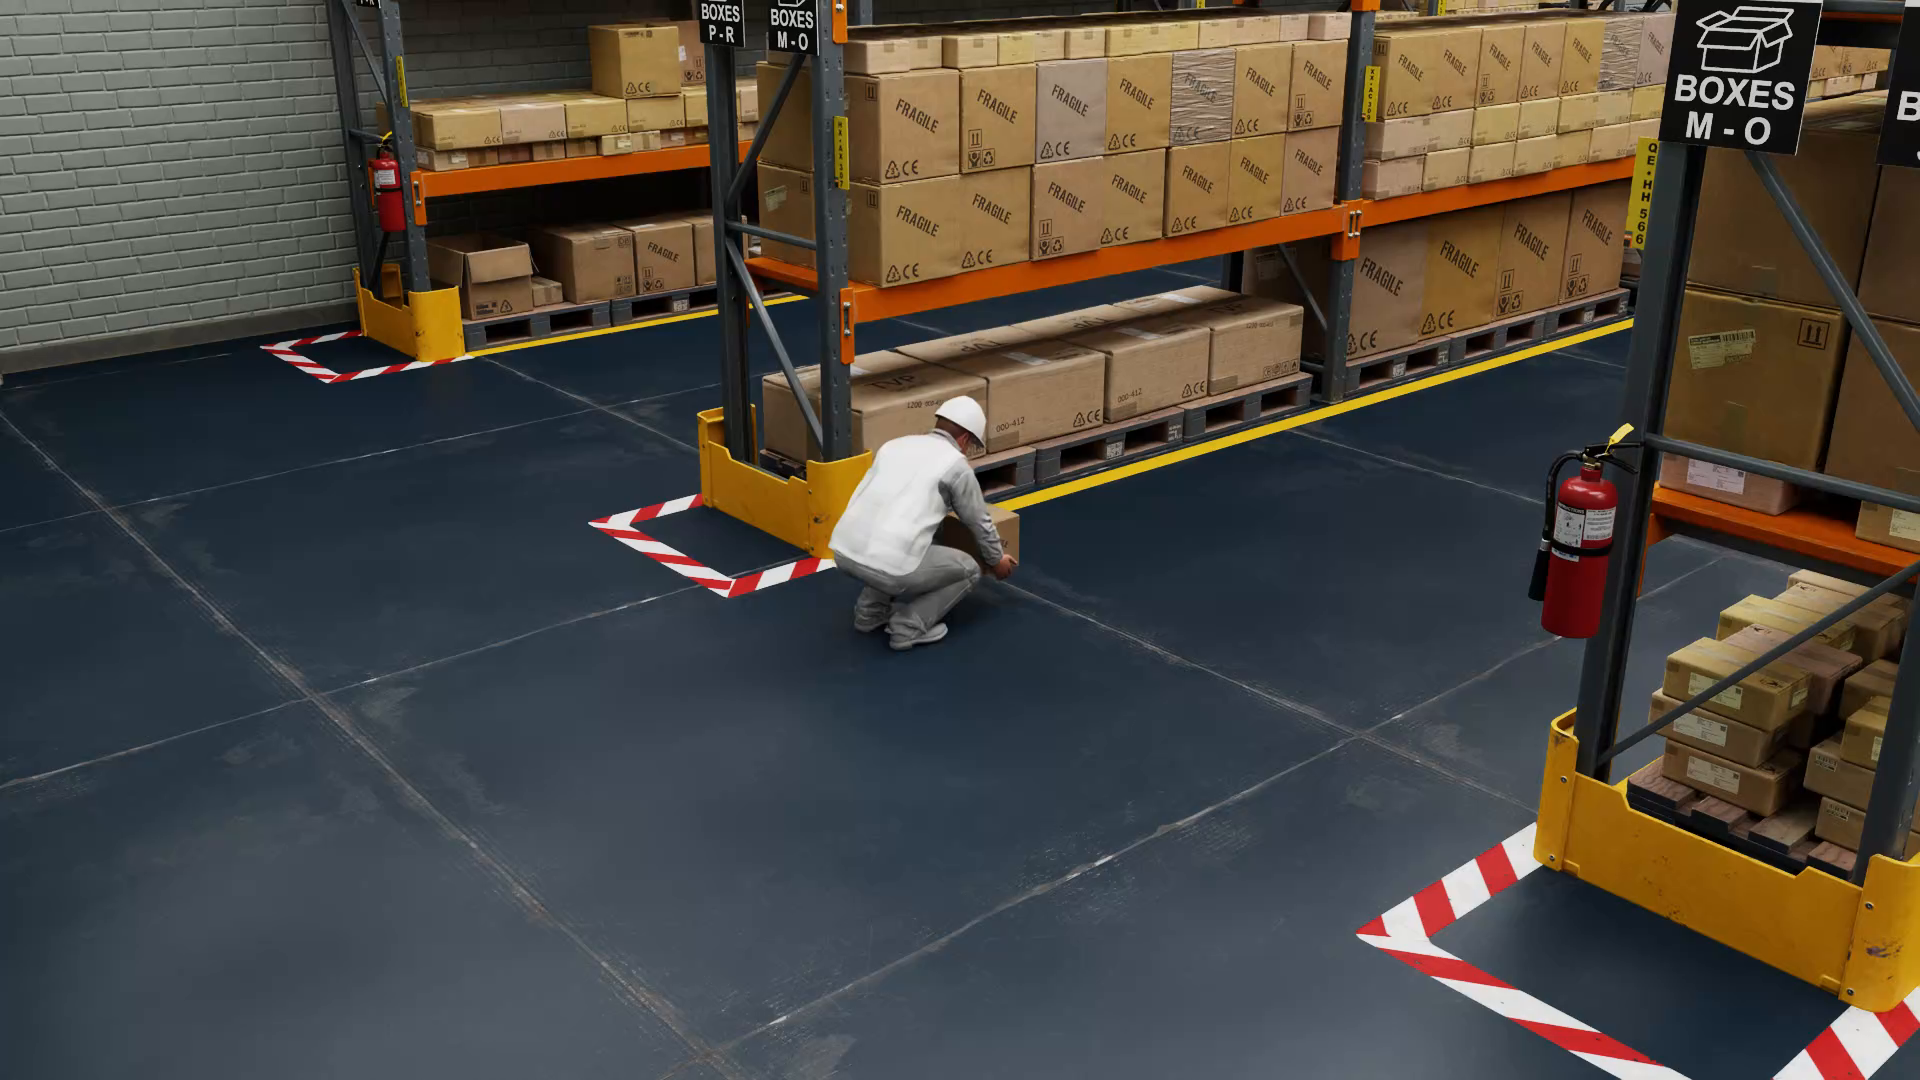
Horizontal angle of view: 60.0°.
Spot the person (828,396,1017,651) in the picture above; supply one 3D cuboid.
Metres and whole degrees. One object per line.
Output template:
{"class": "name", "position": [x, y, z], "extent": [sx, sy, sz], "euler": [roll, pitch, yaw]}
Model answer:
{"class": "person", "position": [-0.173, -0.088, 7.369], "extent": [0.871, 1.007, 0.535], "euler": [-17, 27, -37]}
